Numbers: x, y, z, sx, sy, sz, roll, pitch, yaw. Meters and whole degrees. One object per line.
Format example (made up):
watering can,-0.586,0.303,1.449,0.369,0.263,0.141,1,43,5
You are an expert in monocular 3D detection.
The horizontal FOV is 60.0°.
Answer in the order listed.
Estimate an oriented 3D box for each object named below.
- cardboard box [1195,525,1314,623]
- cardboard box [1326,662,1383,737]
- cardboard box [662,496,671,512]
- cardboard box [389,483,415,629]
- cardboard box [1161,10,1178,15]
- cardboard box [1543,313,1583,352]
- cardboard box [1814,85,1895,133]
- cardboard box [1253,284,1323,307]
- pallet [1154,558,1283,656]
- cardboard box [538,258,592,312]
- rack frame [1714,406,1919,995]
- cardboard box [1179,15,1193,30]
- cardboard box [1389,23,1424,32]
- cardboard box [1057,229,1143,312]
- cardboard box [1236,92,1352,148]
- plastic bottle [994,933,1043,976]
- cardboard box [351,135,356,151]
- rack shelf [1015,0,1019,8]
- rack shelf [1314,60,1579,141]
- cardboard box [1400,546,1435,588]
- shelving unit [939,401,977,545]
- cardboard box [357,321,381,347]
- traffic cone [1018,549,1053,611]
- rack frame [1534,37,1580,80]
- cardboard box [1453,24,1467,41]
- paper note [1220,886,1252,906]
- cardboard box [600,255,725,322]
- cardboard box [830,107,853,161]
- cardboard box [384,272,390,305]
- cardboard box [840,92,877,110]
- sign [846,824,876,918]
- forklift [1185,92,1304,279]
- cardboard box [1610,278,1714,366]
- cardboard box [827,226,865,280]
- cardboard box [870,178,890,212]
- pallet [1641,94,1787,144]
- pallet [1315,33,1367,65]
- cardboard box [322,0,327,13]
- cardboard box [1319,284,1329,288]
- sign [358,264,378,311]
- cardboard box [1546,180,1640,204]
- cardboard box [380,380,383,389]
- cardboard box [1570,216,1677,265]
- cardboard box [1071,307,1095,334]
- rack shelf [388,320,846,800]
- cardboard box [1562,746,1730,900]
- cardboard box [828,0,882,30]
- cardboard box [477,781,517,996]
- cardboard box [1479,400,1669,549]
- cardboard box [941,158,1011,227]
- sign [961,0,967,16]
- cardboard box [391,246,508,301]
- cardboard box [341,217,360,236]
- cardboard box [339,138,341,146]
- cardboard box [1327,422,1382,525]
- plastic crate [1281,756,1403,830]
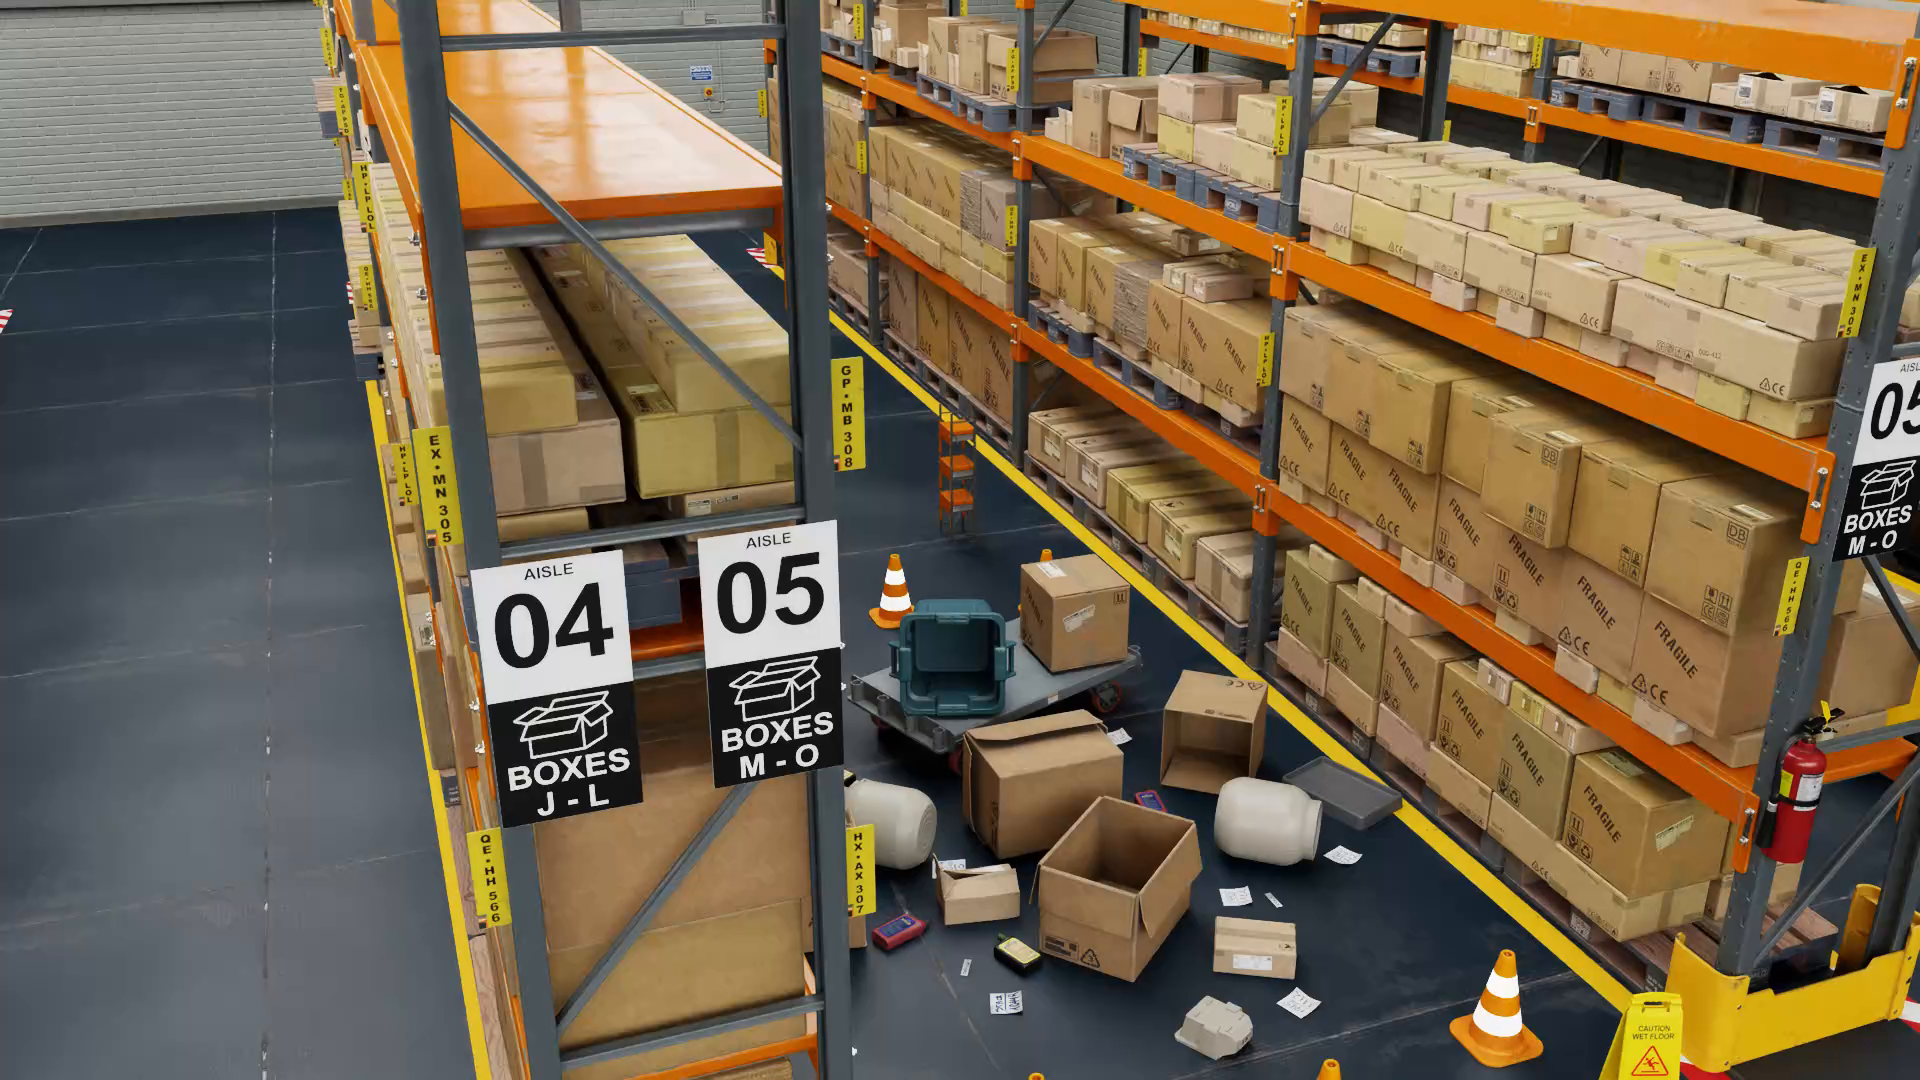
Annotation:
cardboard box,2.158,0.205,11.244,0.950,0.372,0.625,-8,24,-18
cardboard box,2.501,0.895,9.763,0.500,0.250,0.500,-7,24,-16
cardboard box,-0.748,-0.220,5.201,0.380,0.149,0.250,-8,24,-18
cardboard box,-3.220,0.035,11.162,1.050,0.750,0.750,-8,24,-18
cardboard box,2.849,-6.734,20.813,0.500,0.250,0.500,-8,24,-18
cardboard box,2.945,-0.995,7.711,0.380,0.149,0.250,-9,24,-20
cardboard box,6.504,-3.115,11.861,0.500,0.311,0.500,-9,25,-21
cardboard box,2.271,-1.390,11.134,0.500,0.500,0.500,-8,24,-19
pallet,2.069,0.380,11.576,1.003,0.211,1.213,-8,24,-19
cardboard box,-1.303,-0.903,6.309,0.500,0.250,0.500,-8,24,-19
rack frame,3.759,0.831,6.915,1.000,3.000,0.127,-8,24,-19
cardboard box,2.927,-6.397,20.527,0.380,0.149,0.250,-8,24,-19
cardboard box,4.456,-5.134,16.478,0.380,0.149,0.250,-8,24,-19
cardboard box,1.066,-2.068,12.743,0.500,0.500,0.500,-7,24,-16
cardboard box,2.022,-2.552,10.090,0.500,0.250,0.500,-8,24,-18
plastic bottle,0.257,1.980,7.975,0.133,0.061,0.283,-18,29,-37
cardboard box,-4.102,-2.960,11.921,0.500,0.500,0.500,-8,24,-19
rack shelf,0.226,-5.051,14.588,1.077,0.370,4.000,-8,24,-19
rack shelf,4.868,-4.535,16.712,1.077,0.370,4.000,-8,24,-19
cardboard box,2.600,0.118,8.931,0.380,0.149,0.250,-8,24,-19
shelving unit,-0.019,-0.503,12.592,0.215,1.050,0.252,-8,24,-19
cardboard box,-4.267,-1.553,12.356,0.380,0.149,0.250,-8,24,-18
traffic cone,0.598,0.289,11.470,0.336,0.463,0.334,-8,24,-19
rack frame,5.575,-5.522,14.266,1.000,3.000,0.127,-8,24,-19
cardboard box,4.810,-4.856,15.844,0.380,0.149,0.250,-9,24,-20
paper note,1.403,1.805,8.442,0.148,0.019,0.142,0,23,-1
cardboard box,-1.015,-0.861,5.695,0.380,0.149,0.250,-9,24,-20
cardboard box,-1.077,-4.355,17.804,0.500,0.500,0.500,-9,24,-20
cardboard box,-2.346,-1.139,7.383,0.380,0.149,0.250,-8,24,-19
cardboard box,-1.064,-4.695,17.776,0.380,0.149,0.250,-9,24,-19
sign,-0.315,1.038,5.209,0.100,0.325,0.005,-8,24,-19
forklift,2.630,-2.272,14.366,1.130,2.935,3.031,-9,24,-20
cardboard box,3.162,-0.953,7.096,0.500,0.250,0.500,-9,24,-20
cardboard box,-1.236,-3.438,19.802,0.875,0.438,0.875,-8,24,-18
cardboard box,-0.589,-3.491,16.721,0.500,0.250,0.500,-9,24,-21
pallet,6.296,-3.413,13.366,1.003,0.211,1.213,-7,24,-17
pallet,4.327,-5.260,17.748,1.213,0.211,1.003,-8,24,-19
cardboard box,-6.401,-5.552,17.236,0.380,0.149,0.250,-8,24,-18
cardboard box,4.320,-2.854,18.337,0.500,0.500,0.500,-9,24,-20
sign,-4.167,-1.779,11.719,0.100,0.325,0.005,-8,24,-19
cardboard box,3.183,-1.708,8.376,0.380,0.149,0.250,-8,24,-18
cardboard box,-4.874,-1.358,14.787,0.500,0.500,0.500,-7,24,-17
cardboard box,3.012,-1.362,7.554,0.380,0.149,0.250,-9,24,-21
cardboard box,1.073,-1.694,12.689,0.380,0.149,0.250,-8,24,-19
rack shelf,-1.543,-0.230,6.498,1.077,0.370,4.000,-8,24,-19
cardboard box,3.232,1.304,7.828,0.500,0.500,0.500,-8,24,-19
cardboard box,-0.987,-5.684,17.709,0.797,0.503,0.637,-6,24,-15
cardboard box,-1.225,1.153,5.960,0.875,0.550,0.550,-8,24,-19
cardboard box,2.926,-0.324,7.858,0.700,0.500,0.500,-9,24,-20
cardboard box,0.147,-3.101,14.829,0.500,0.500,0.500,-8,24,-19
sign,0.024,-5.372,16.701,0.100,0.325,0.005,-8,24,-19
cardboard box,-1.812,-0.956,5.922,0.380,0.149,0.250,-8,24,-19
cardboard box,-5.088,-2.673,14.248,0.380,0.149,0.250,-9,24,-20
cardboard box,-6.231,-4.336,17.377,0.500,0.500,0.500,-9,24,-20
cardboard box,2.439,-0.428,9.391,0.500,0.500,0.500,-8,24,-19
plastic crate,2.133,1.406,9.310,0.402,0.080,0.583,-18,29,-37
